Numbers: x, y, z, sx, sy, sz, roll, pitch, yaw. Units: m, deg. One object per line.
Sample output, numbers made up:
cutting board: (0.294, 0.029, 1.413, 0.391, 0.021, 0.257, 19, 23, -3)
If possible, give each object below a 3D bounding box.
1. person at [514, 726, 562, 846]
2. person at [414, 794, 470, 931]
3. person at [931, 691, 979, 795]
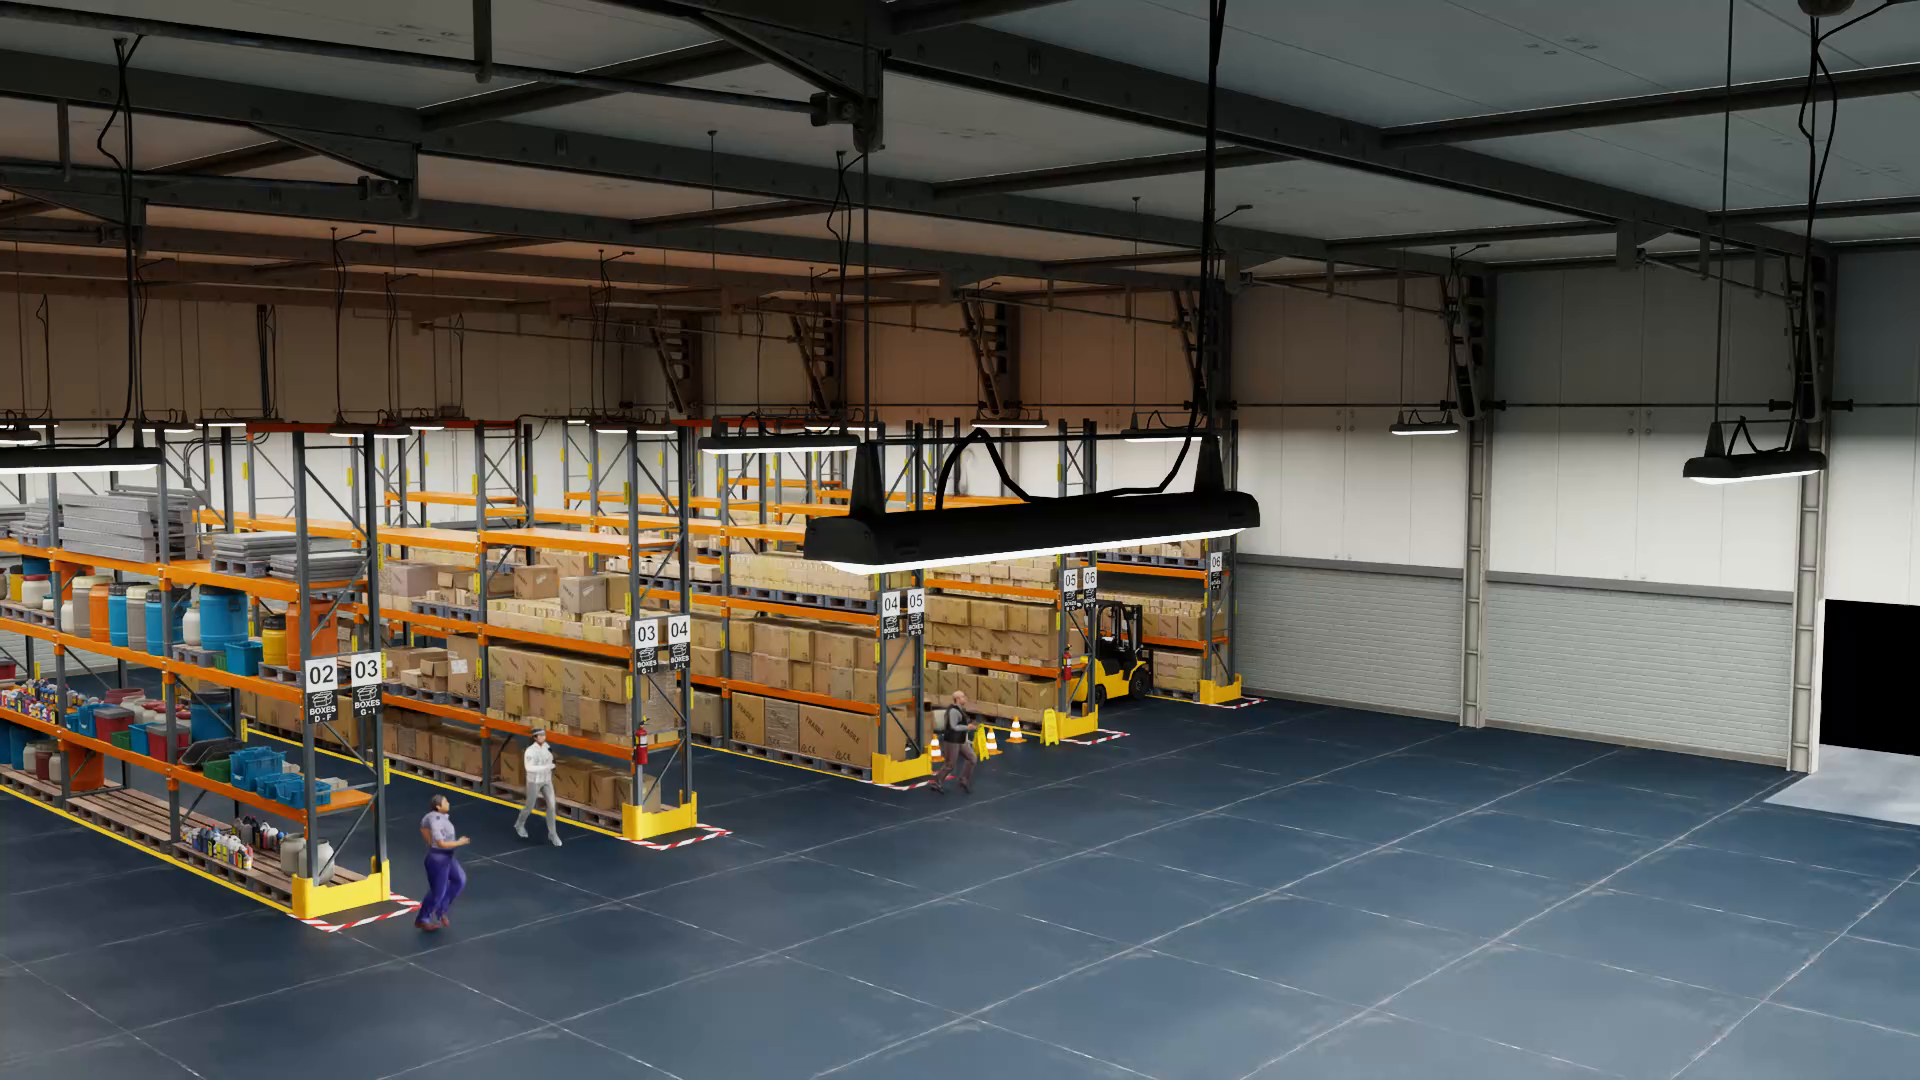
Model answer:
person: (-6.092, 3.509, 23.970, 0.883, 1.720, 0.589, 3, 6, 36)
person: (-6.233, 3.885, 20.011, 0.677, 1.656, 0.617, -1, 5, -12)
person: (-0.076, 3.295, 26.886, 0.805, 1.744, 0.677, 1, 5, 12)
